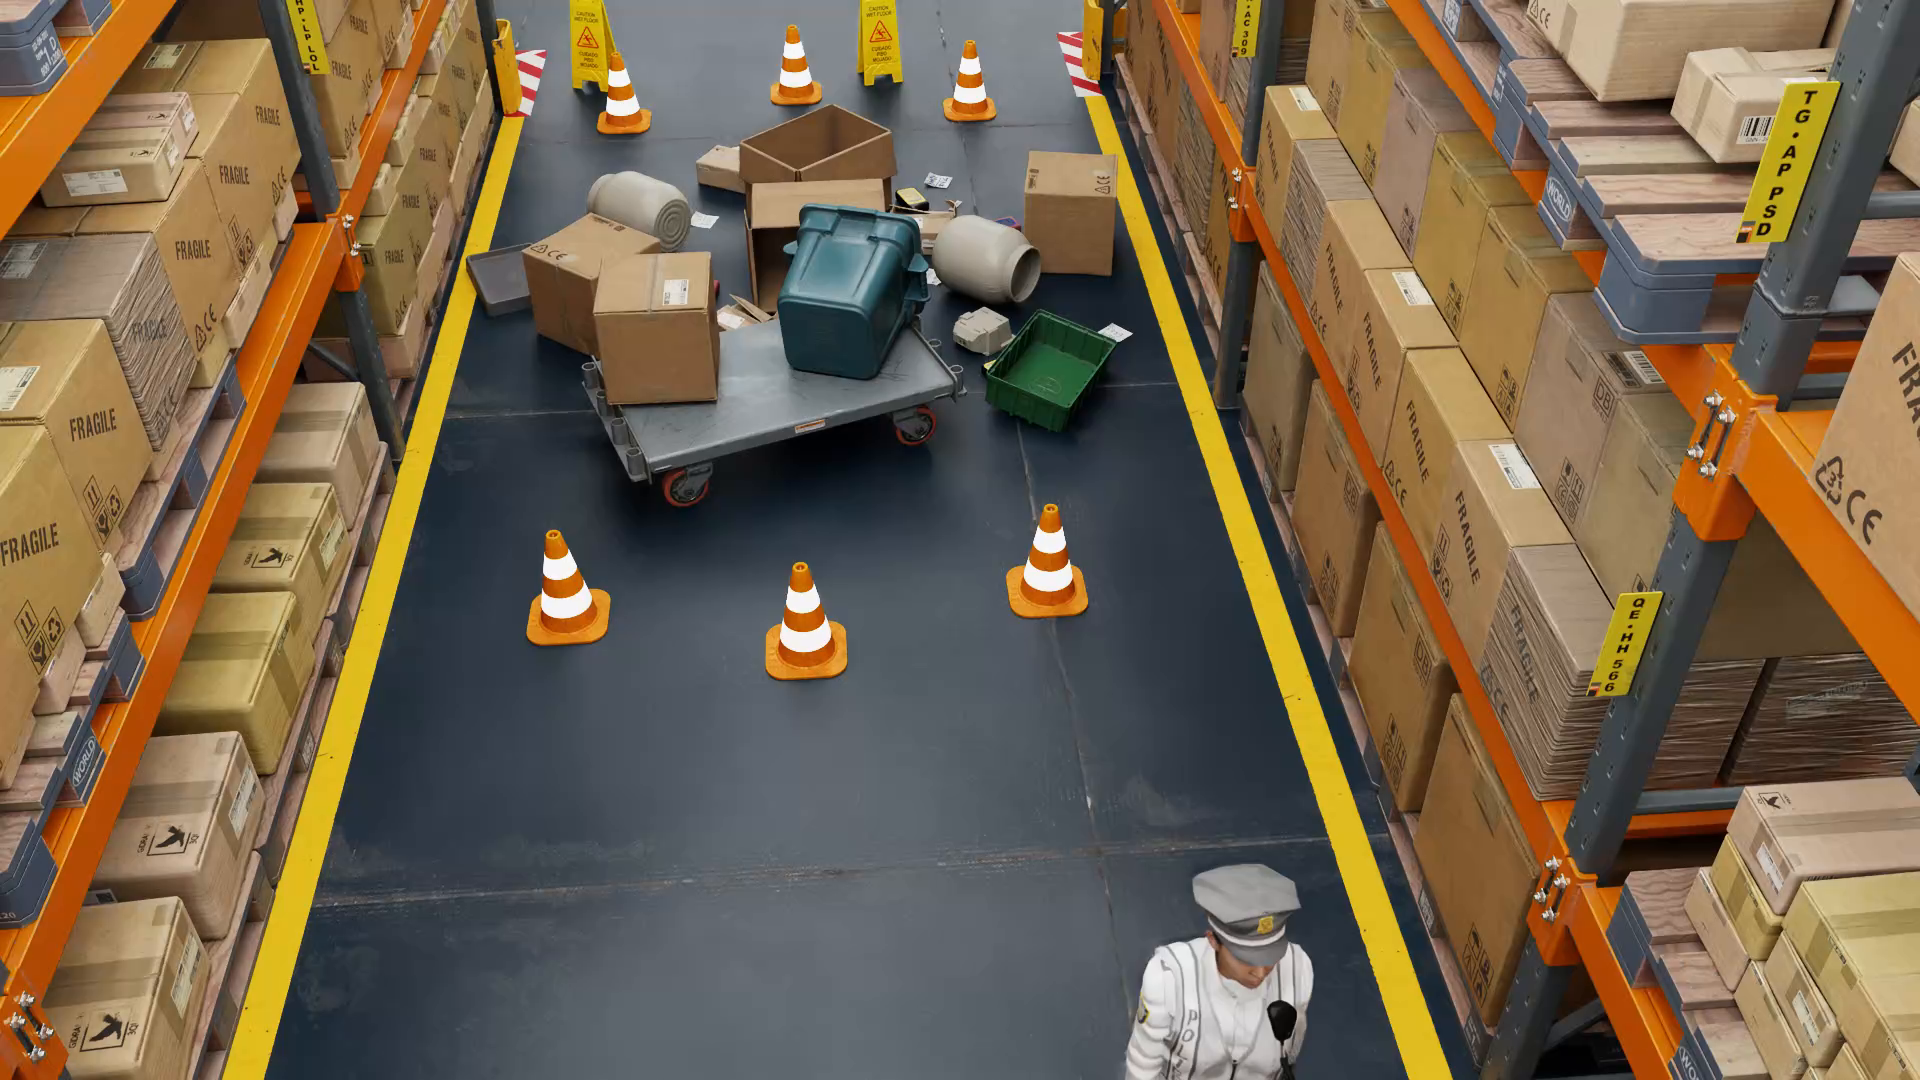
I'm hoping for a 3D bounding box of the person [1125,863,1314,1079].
[{"bbox_3d":[0.660,1.413,4.388,0.478,1.652,0.819,0,39,0],"label":"person"}]
